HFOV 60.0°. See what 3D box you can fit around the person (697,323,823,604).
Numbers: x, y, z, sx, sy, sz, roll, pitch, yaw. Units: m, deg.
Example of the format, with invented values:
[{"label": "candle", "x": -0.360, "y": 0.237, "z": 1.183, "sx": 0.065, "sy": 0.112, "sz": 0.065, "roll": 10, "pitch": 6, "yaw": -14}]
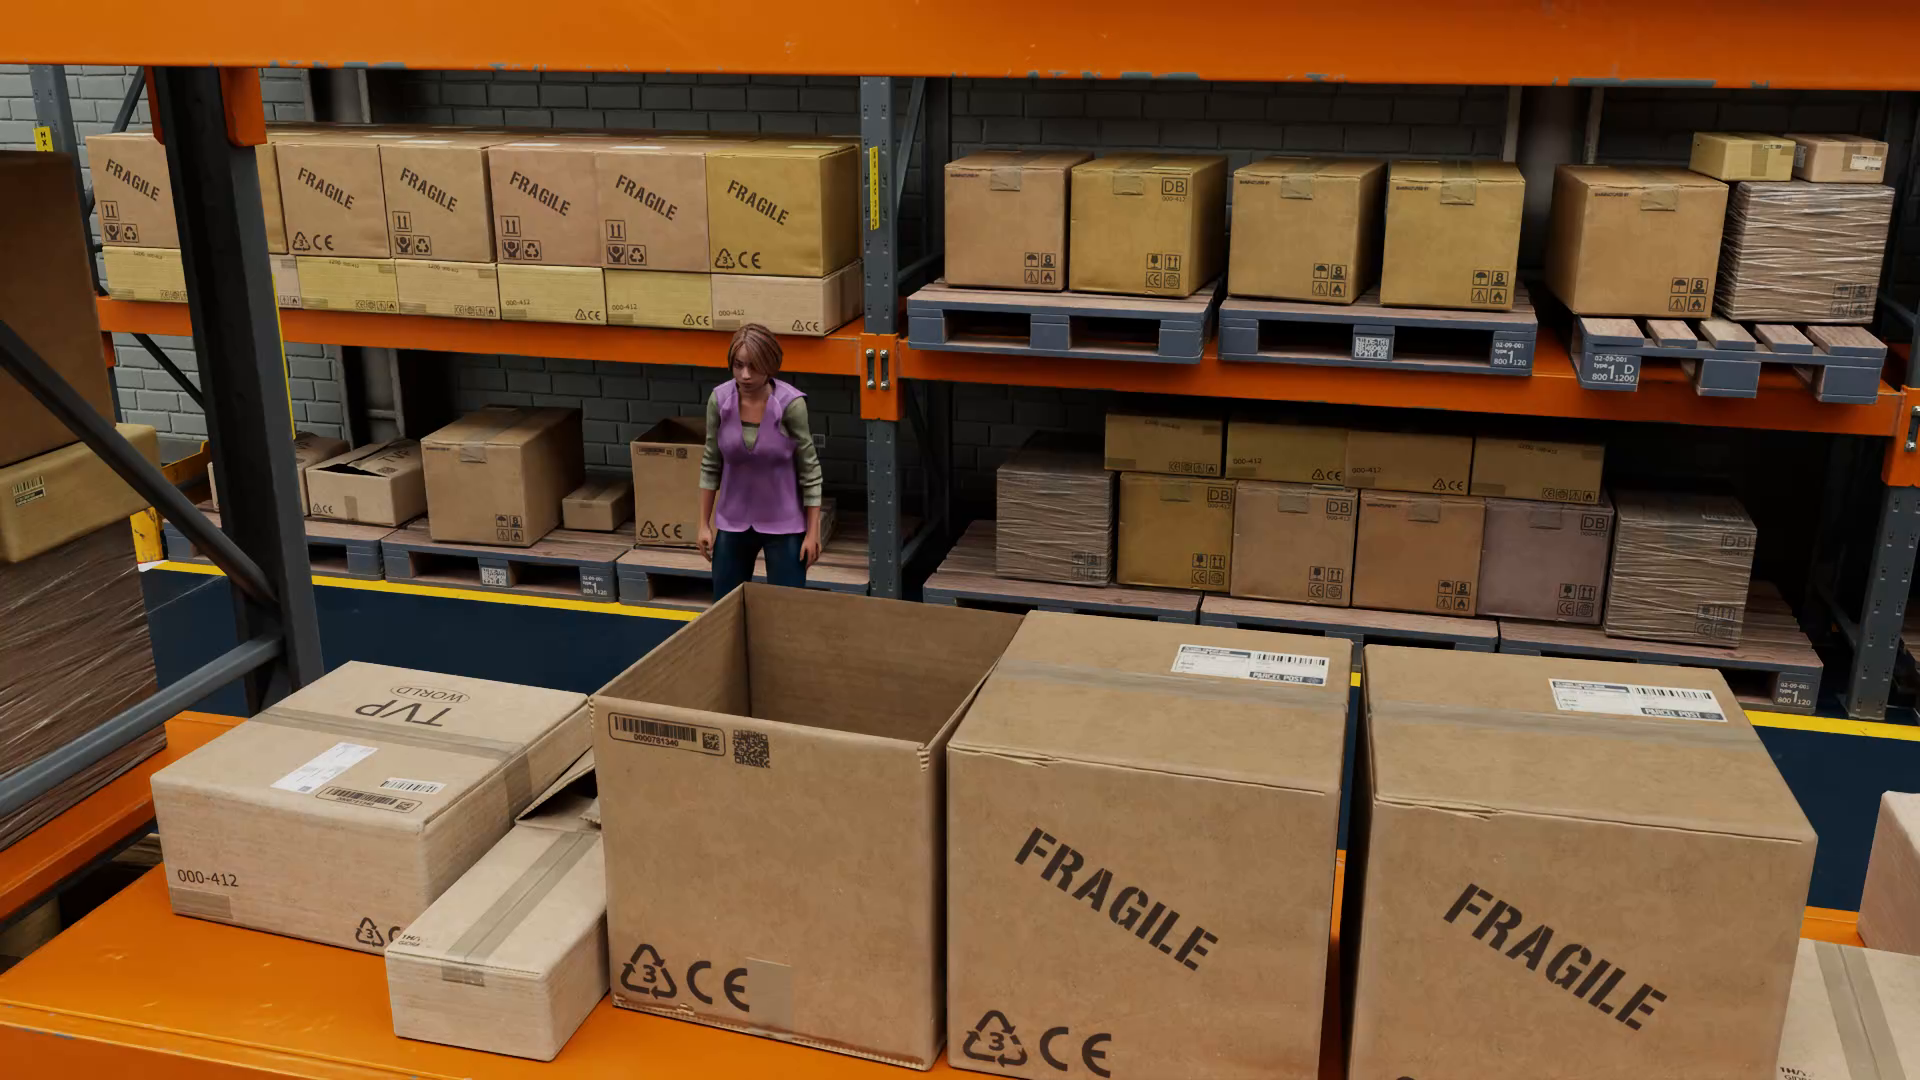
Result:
[{"label": "person", "x": -0.743, "y": -0.022, "z": 6.141, "sx": 0.485, "sy": 1.593, "sz": 0.344, "roll": 3, "pitch": 19, "yaw": 10}]
